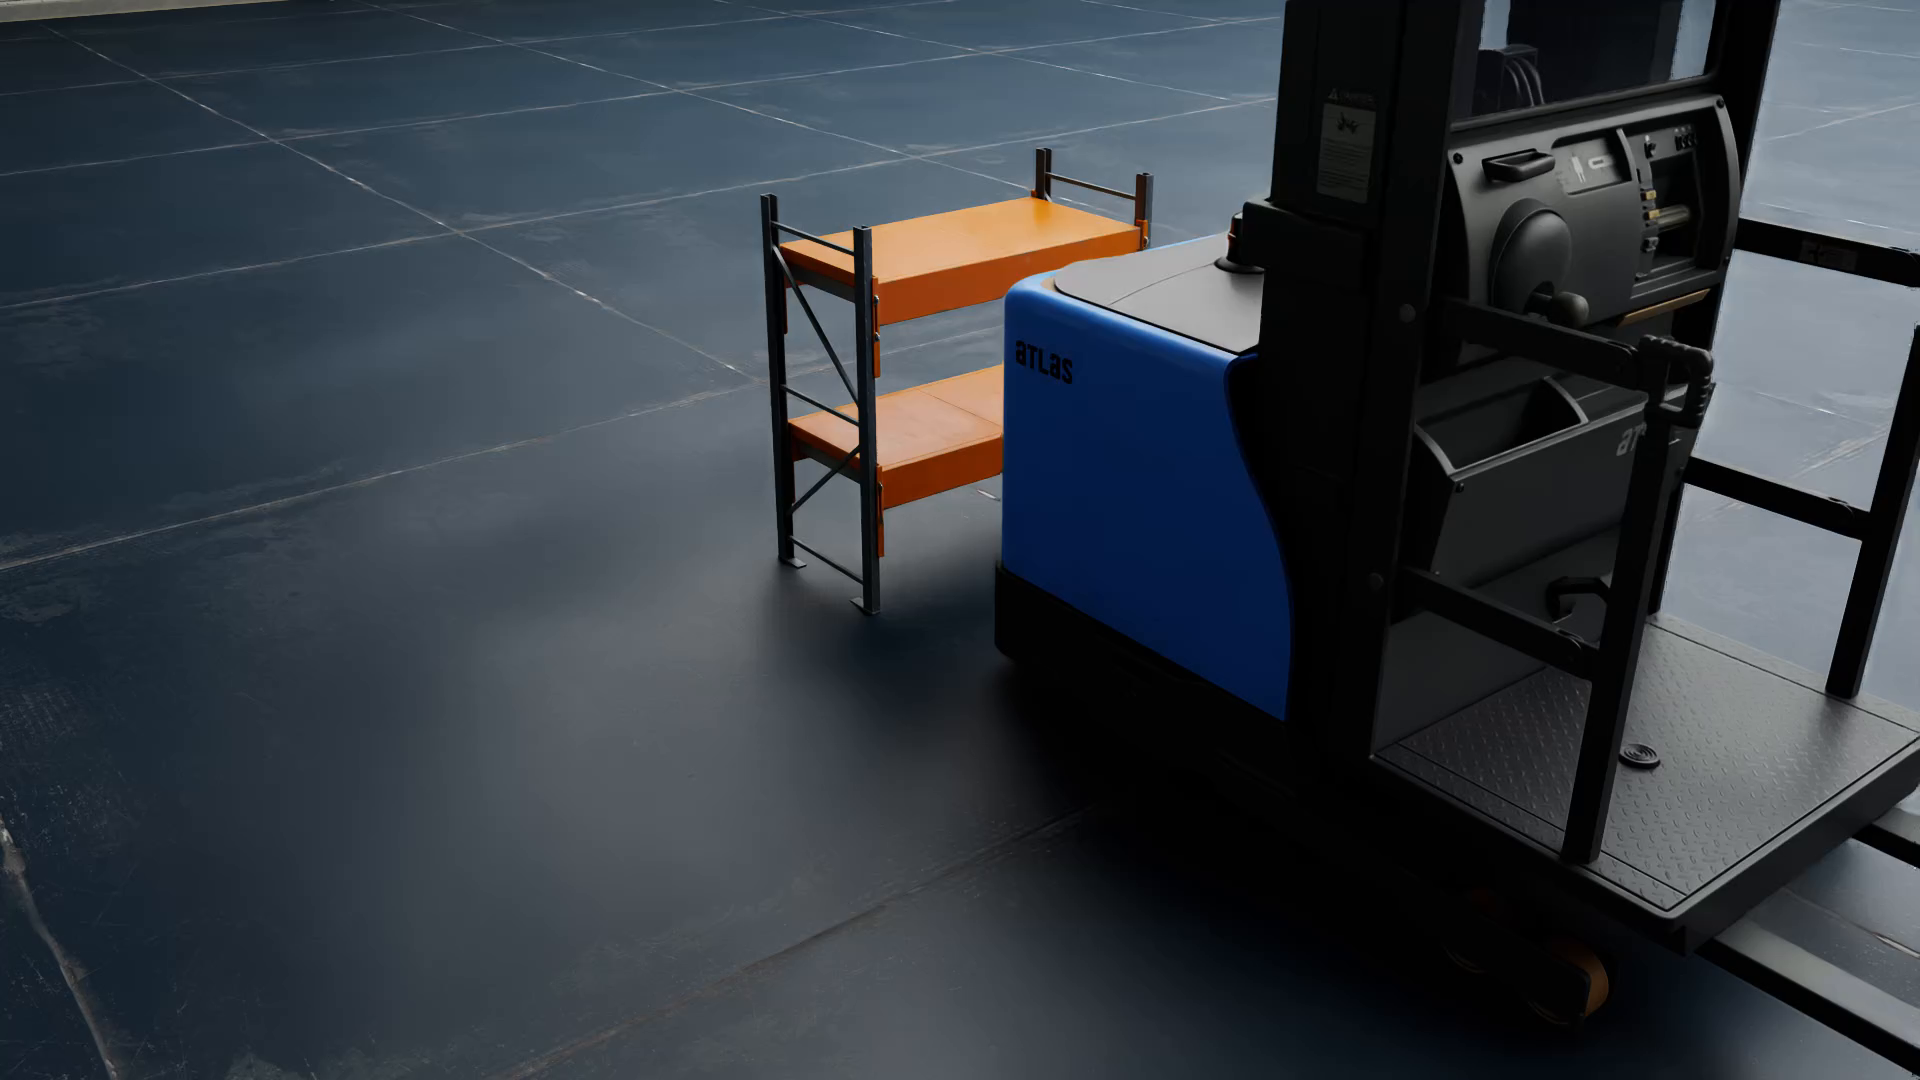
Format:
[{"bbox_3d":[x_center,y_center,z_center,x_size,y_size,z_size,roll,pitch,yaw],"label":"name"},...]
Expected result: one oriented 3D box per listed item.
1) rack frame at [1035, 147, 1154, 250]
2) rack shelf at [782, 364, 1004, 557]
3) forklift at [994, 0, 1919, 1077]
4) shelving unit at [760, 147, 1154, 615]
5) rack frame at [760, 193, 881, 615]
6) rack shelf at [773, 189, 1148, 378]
[{"bbox_3d":[0.405,-0.644,5.302,0.032,1.125,0.500,-18,31,-34],"label":"rack frame"},{"bbox_3d":[0.005,-0.290,5.120,1.000,0.278,0.538,-18,31,-34],"label":"rack shelf"},{"bbox_3d":[1.392,-0.627,3.120,1.130,2.935,3.031,-18,30,-34],"label":"forklift"},{"bbox_3d":[0.005,-0.512,5.017,1.048,1.125,0.538,-18,31,-34],"label":"shelving unit"},{"bbox_3d":[-0.395,-0.380,4.732,0.032,1.125,0.500,-18,31,-34],"label":"rack frame"},{"bbox_3d":[0.005,-0.777,4.894,1.000,0.278,0.538,-18,31,-34],"label":"rack shelf"}]
